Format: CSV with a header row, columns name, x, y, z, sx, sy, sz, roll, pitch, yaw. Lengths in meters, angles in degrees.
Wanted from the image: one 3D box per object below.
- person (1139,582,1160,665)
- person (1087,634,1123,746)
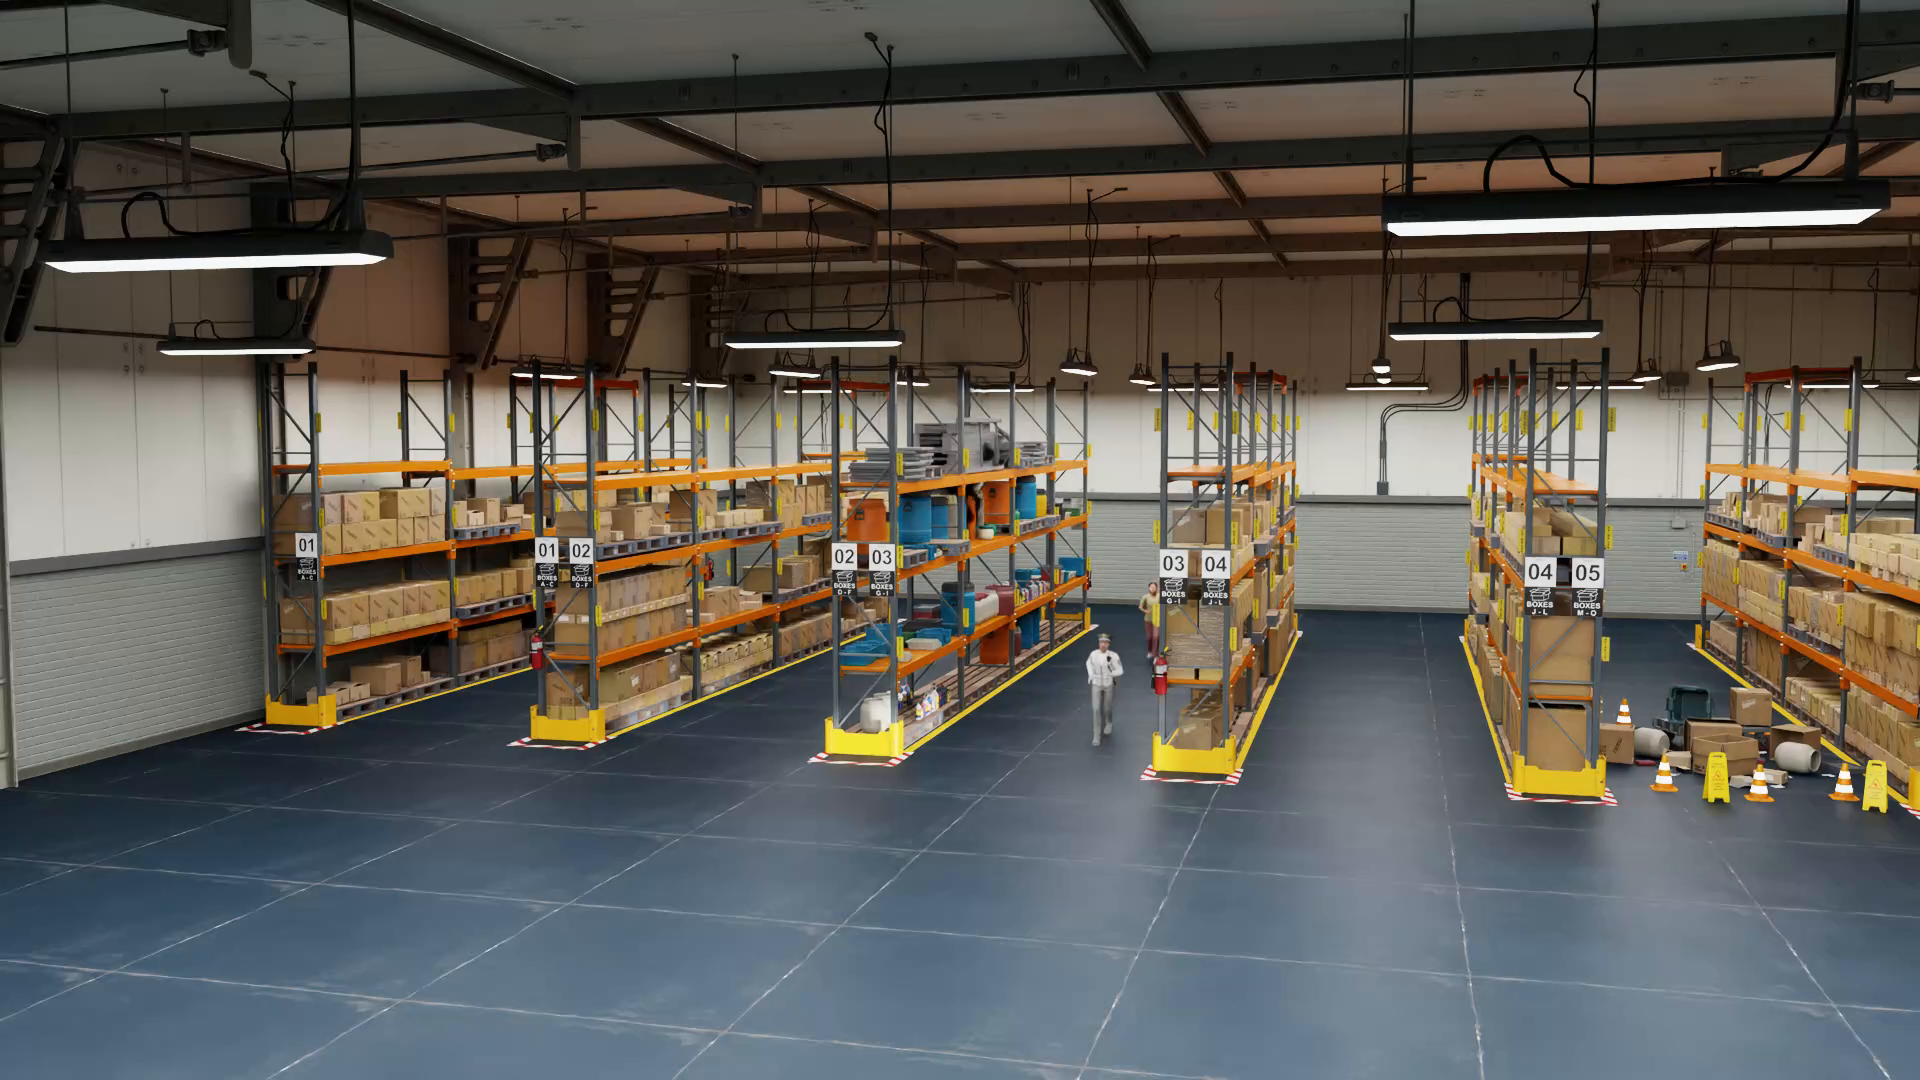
name,x,y,z,sx,sy,sz,roll,pitch,yaw
person,4.041,1.716,34.814,0.593,1.695,0.856,1,4,8
person,2.257,2.311,26.104,0.613,1.717,0.902,1,4,14
